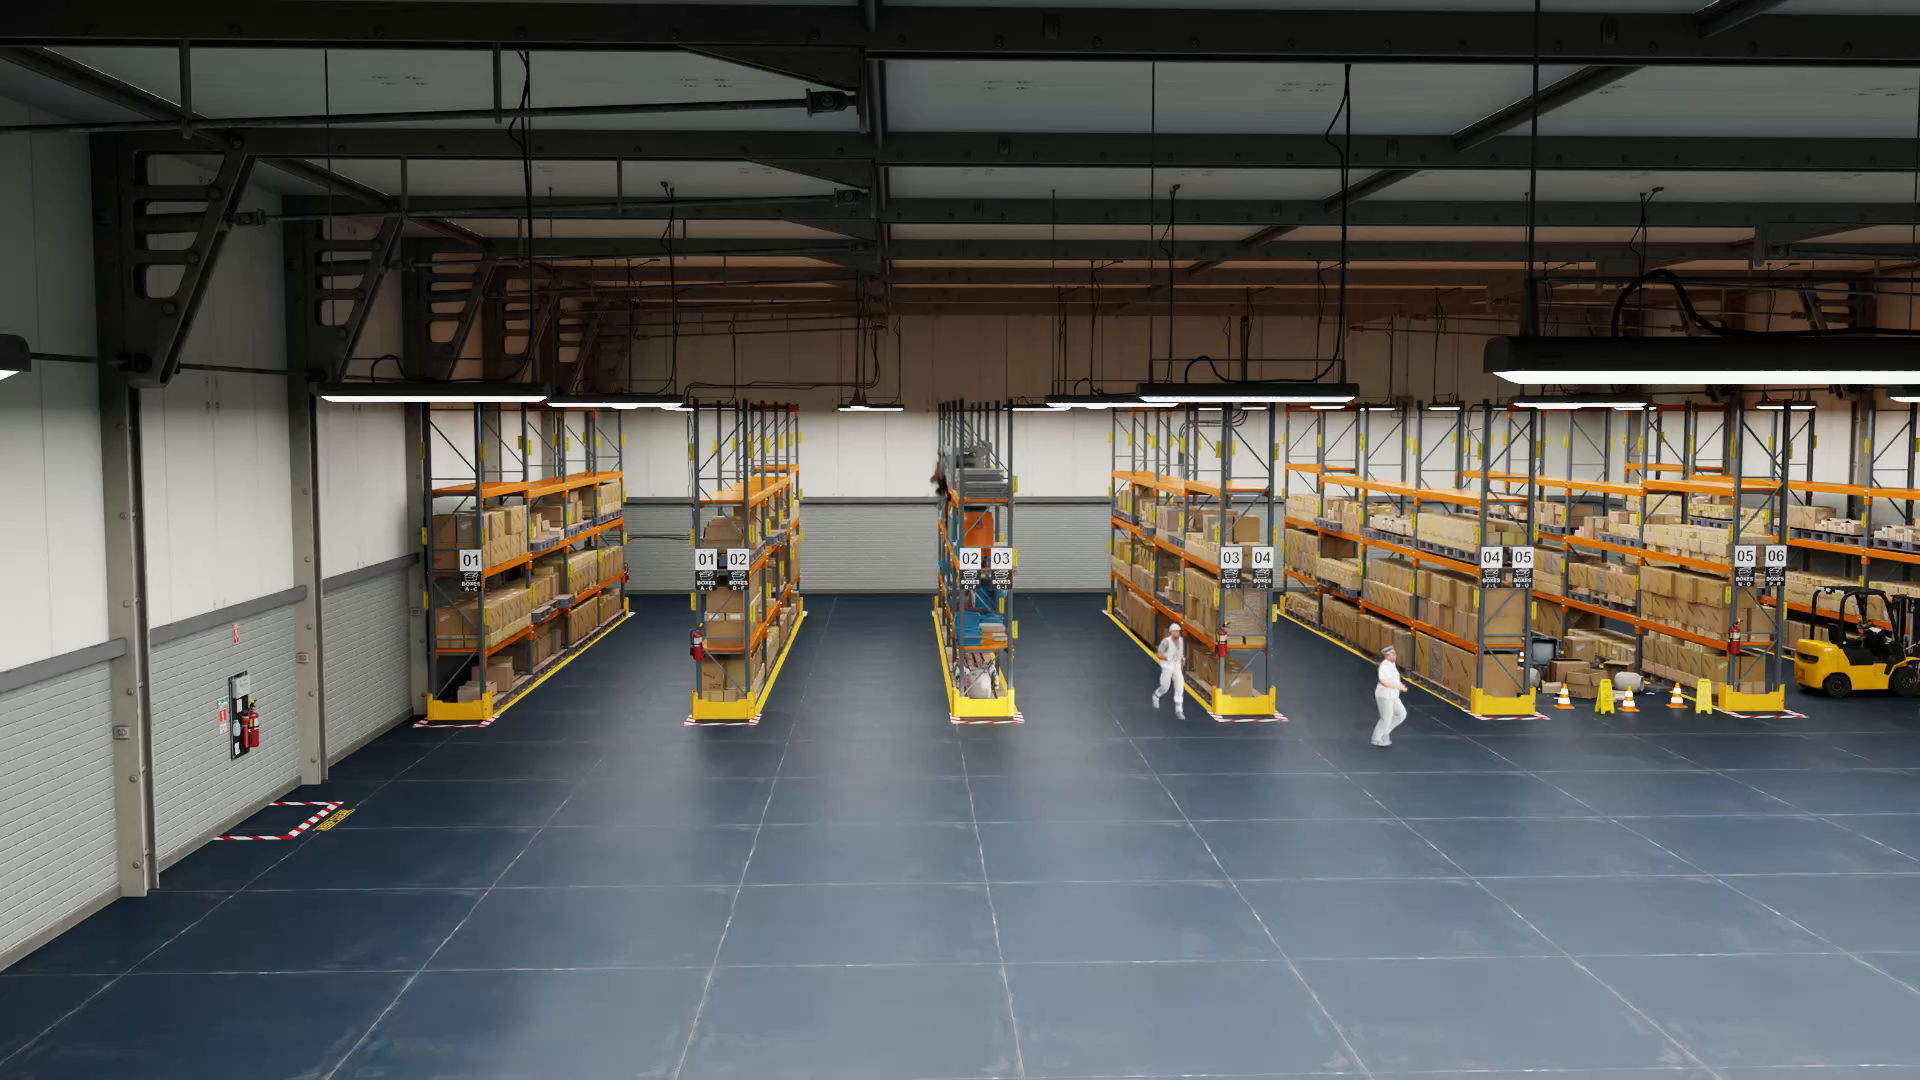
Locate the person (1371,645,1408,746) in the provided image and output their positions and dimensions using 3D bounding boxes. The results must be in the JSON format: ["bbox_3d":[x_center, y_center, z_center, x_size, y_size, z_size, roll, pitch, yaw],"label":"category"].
[{"bbox_3d":[7.392,2.682,28.556,0.647,1.767,0.663,3,5,30],"label":"person"}]

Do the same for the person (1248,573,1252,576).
[{"bbox_3d":[8.237,1.375,45.524,0.641,1.800,0.719,-1,4,-7],"label":"person"}]

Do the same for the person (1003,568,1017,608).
[{"bbox_3d":[1.339,1.155,49.280,0.687,1.724,0.549,1,4,9],"label":"person"}]

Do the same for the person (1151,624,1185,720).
[{"bbox_3d":[3.978,2.447,31.493,0.690,1.772,1.052,-2,5,-29],"label":"person"}]
